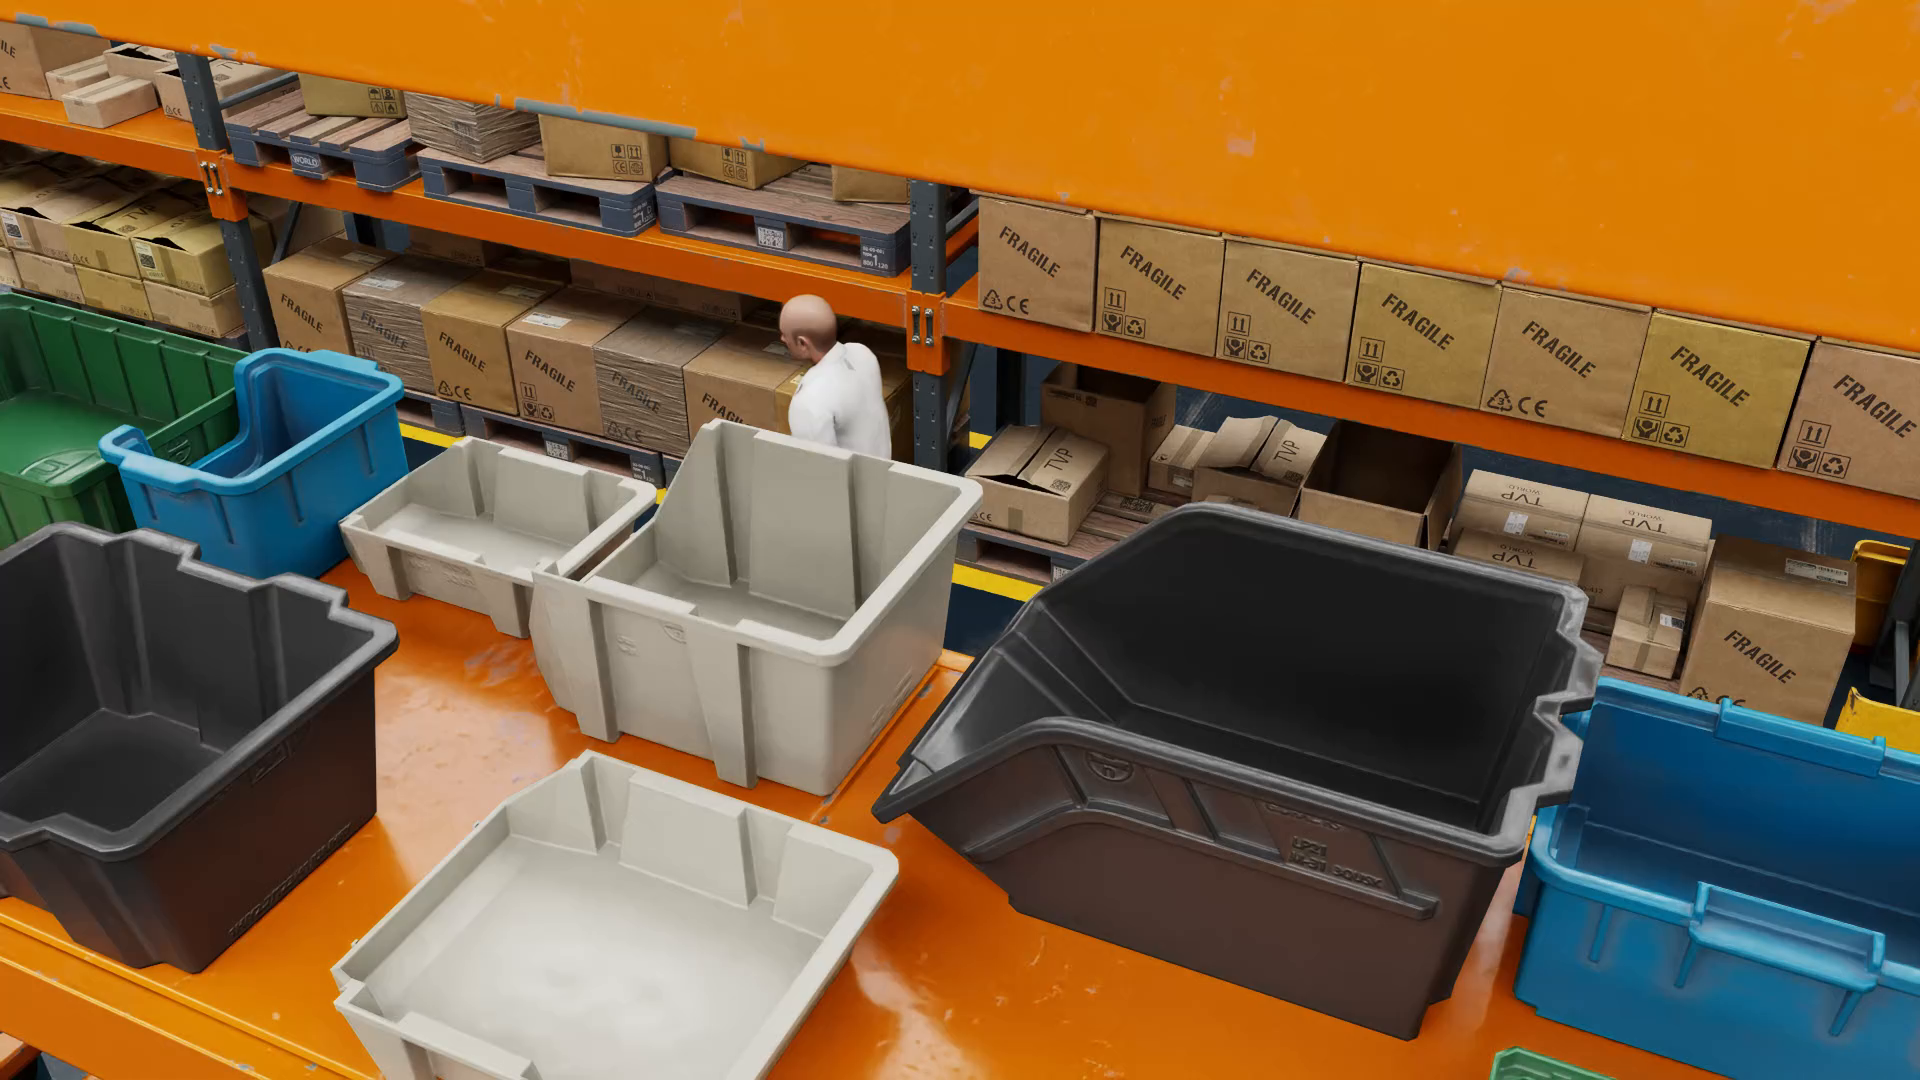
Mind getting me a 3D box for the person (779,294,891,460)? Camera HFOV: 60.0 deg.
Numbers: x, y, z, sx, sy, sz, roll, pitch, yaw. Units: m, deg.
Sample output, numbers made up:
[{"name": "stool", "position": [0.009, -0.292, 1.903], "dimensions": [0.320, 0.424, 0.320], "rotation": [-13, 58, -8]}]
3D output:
[{"name": "person", "position": [-0.480, -0.119, 6.338], "dimensions": [0.428, 1.772, 0.647], "rotation": [12, 35, 18]}]
